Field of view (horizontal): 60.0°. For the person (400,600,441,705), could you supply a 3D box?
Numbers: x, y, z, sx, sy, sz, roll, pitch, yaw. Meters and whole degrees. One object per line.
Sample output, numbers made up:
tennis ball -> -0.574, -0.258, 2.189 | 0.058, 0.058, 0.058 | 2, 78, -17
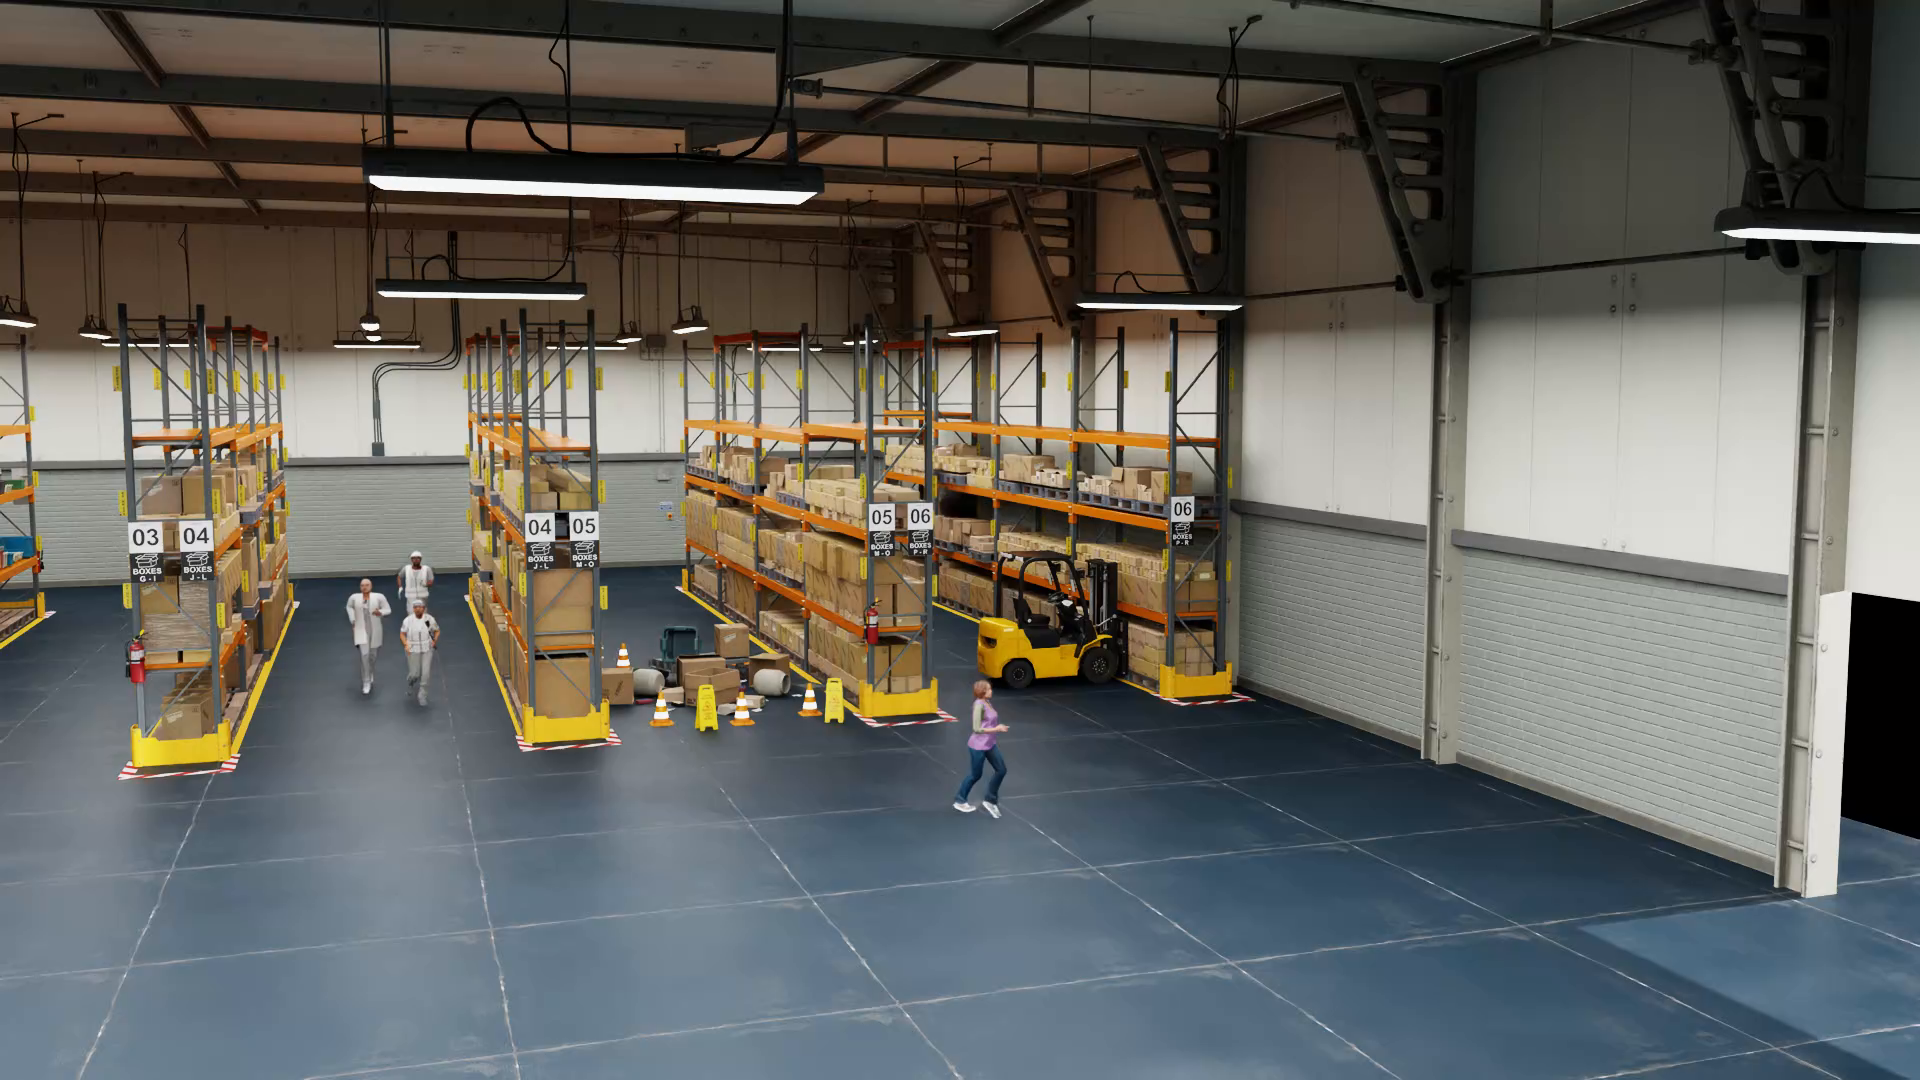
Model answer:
person -> -8.419, 1.741, 25.985 | 0.600, 1.641, 0.596 | -2, 6, -22

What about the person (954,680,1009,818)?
person -> 0.256, 2.406, 19.079 | 0.702, 1.634, 0.513 | 2, 6, 25

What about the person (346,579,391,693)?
person -> -9.670, 1.540, 27.239 | 0.673, 1.839, 0.912 | -2, 6, -23

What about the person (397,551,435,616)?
person -> -10.324, 1.121, 31.606 | 0.656, 1.824, 0.744 | -2, 6, -23
